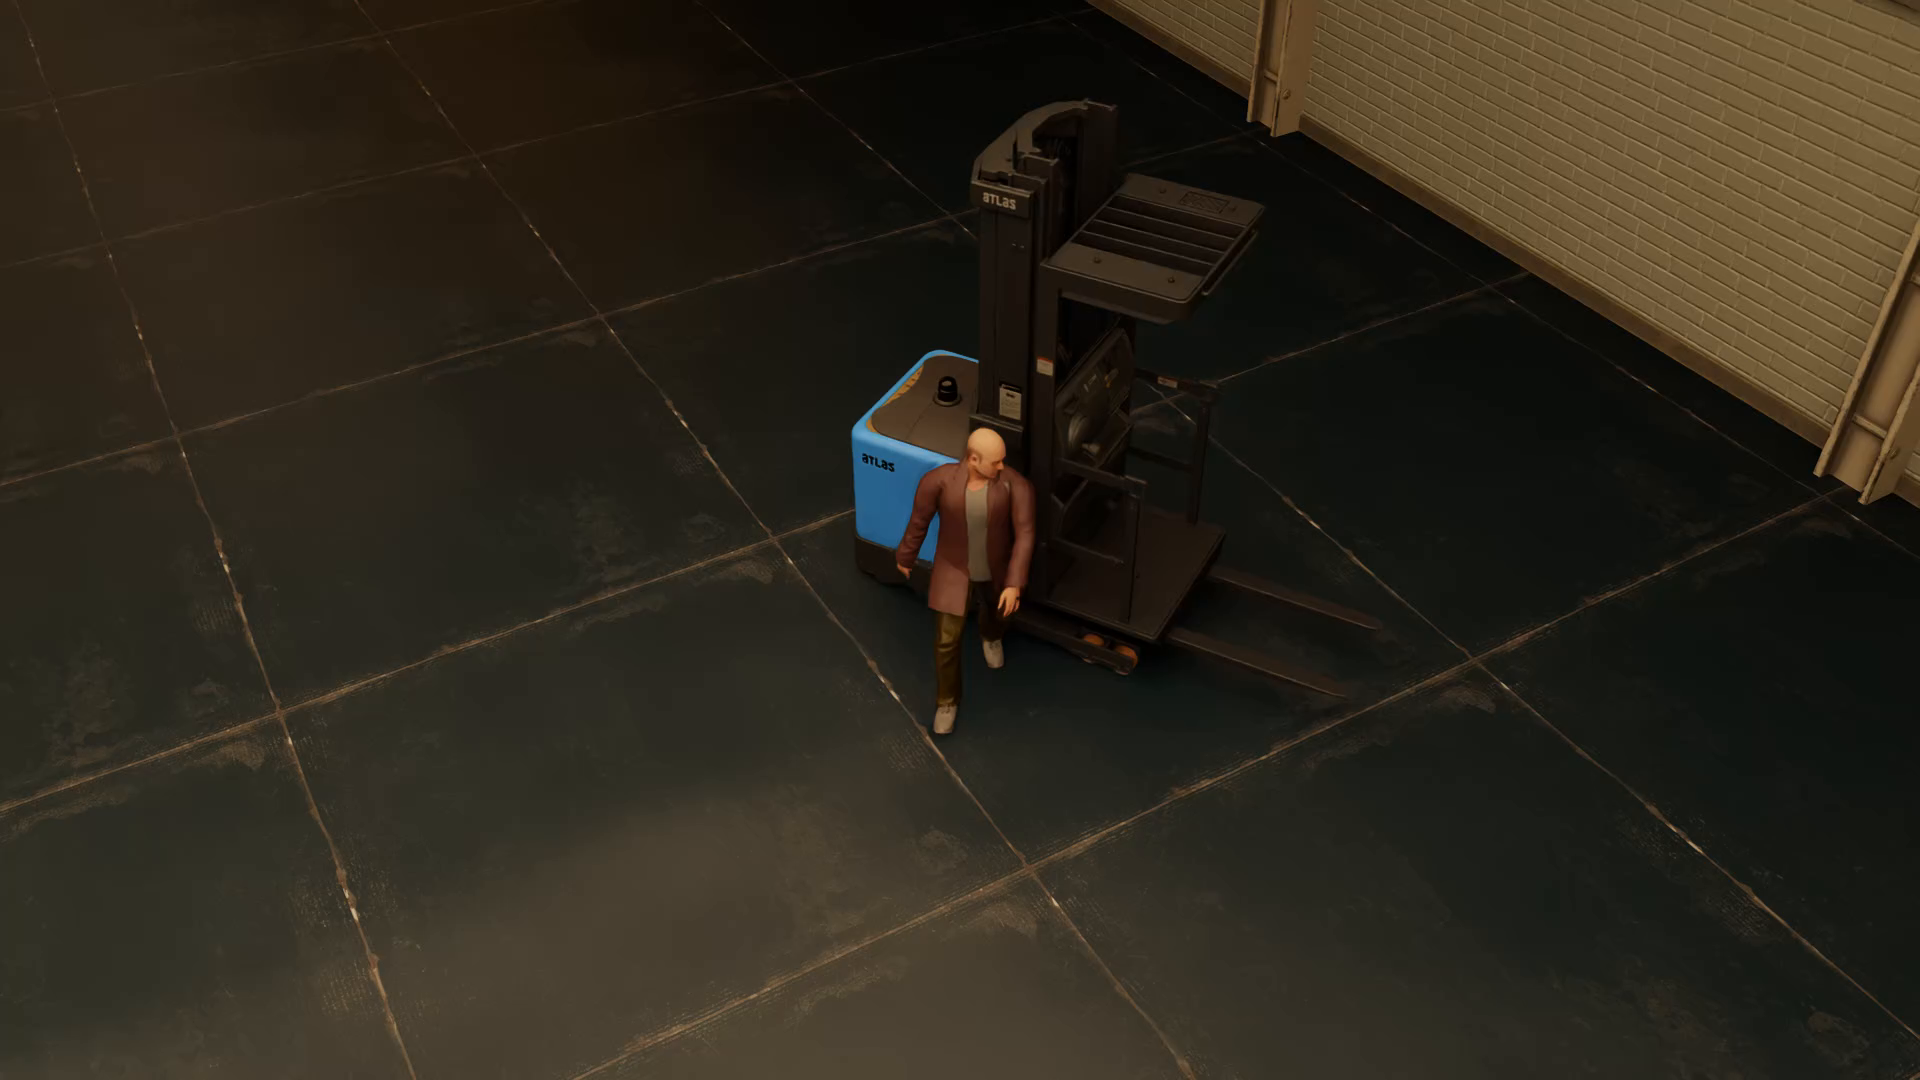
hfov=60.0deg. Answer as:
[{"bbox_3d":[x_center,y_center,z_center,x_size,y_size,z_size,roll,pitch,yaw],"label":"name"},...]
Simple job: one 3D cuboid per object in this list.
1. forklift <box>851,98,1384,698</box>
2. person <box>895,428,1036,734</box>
[{"bbox_3d":[0.911,-0.756,8.948,3.031,2.935,1.130,19,43,21],"label":"forklift"},{"bbox_3d":[0.035,0.163,8.813,0.733,1.724,0.936,-4,40,-5],"label":"person"}]
